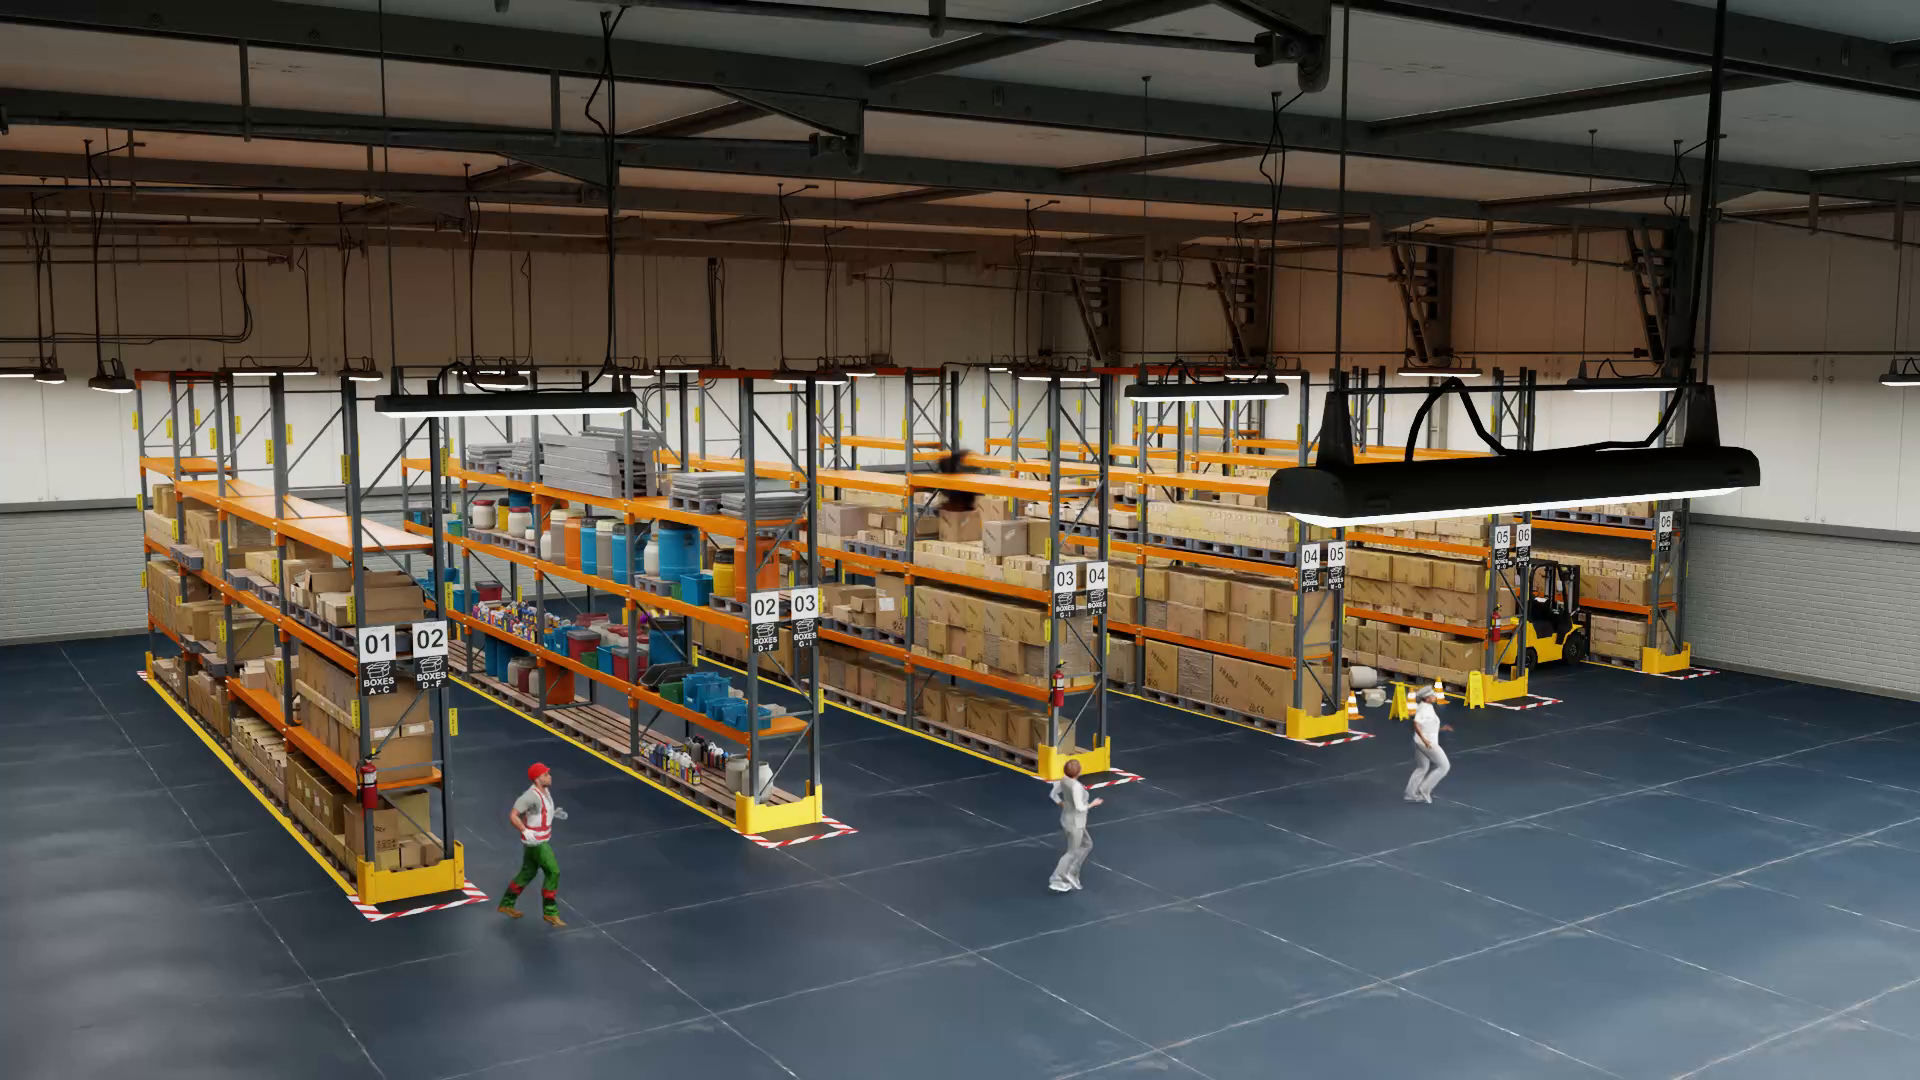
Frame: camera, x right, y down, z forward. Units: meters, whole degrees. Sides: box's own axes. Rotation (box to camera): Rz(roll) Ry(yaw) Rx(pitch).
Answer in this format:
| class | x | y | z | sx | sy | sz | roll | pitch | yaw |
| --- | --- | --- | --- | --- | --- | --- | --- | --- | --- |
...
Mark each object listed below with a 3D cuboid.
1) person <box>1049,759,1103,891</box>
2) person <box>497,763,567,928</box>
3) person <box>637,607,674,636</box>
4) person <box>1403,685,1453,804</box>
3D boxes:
| class | x | y | z | sx | sy | sz | roll | pitch | yaw |
| --- | --- | --- | --- | --- | --- | --- | --- | --- | --- |
| person | 1.352 | 3.353 | 19.476 | 0.639 | 1.594 | 0.517 | -1 | 7 | -11 |
| person | -4.750 | 3.374 | 18.443 | 0.779 | 1.848 | 0.656 | -1 | 6 | -5 |
| person | -5.611 | 1.941 | 31.155 | 0.672 | 1.831 | 0.777 | -6 | 9 | -45 |
| person | 6.586 | 2.864 | 23.329 | 0.658 | 1.684 | 0.553 | 0 | 6 | 1 |
